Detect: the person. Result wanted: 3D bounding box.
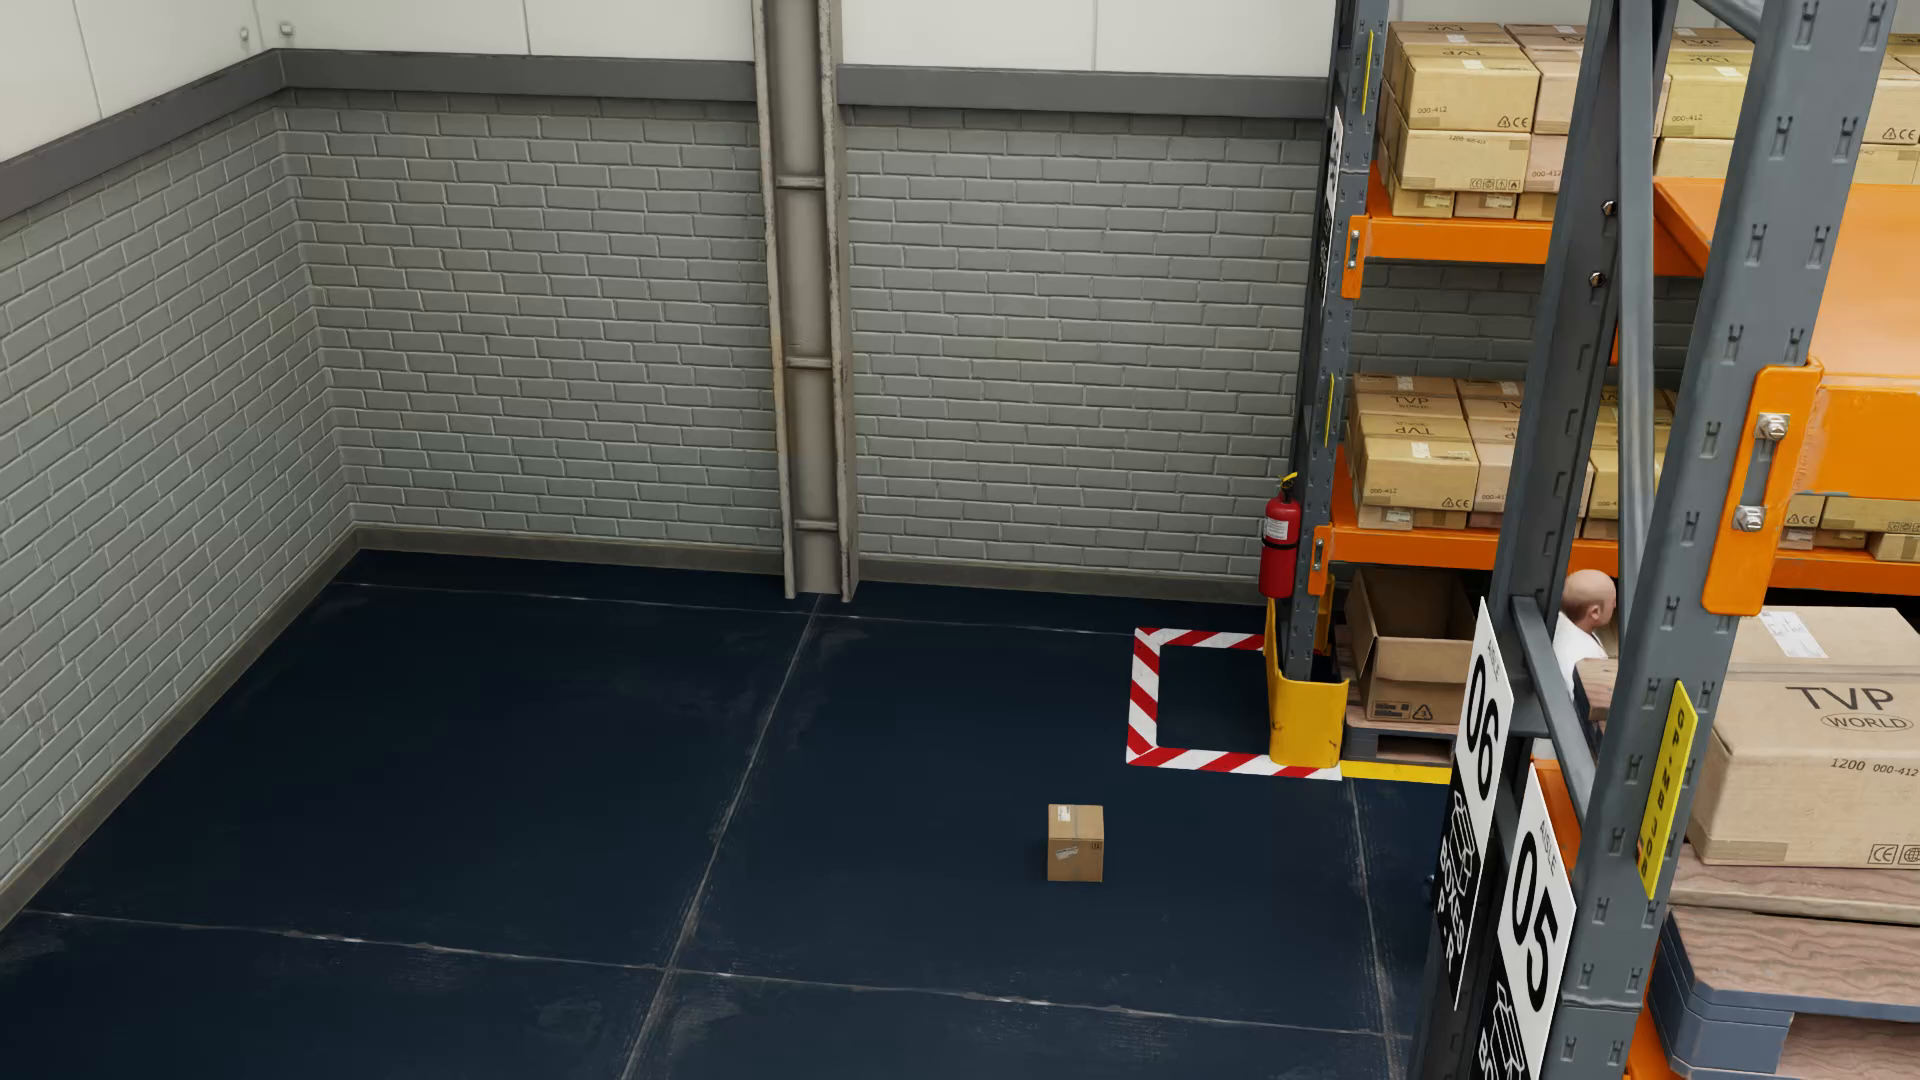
[{"bbox_3d":[2.377,0.919,6.852,0.756,1.767,0.619,2,28,4],"label":"person"}]
